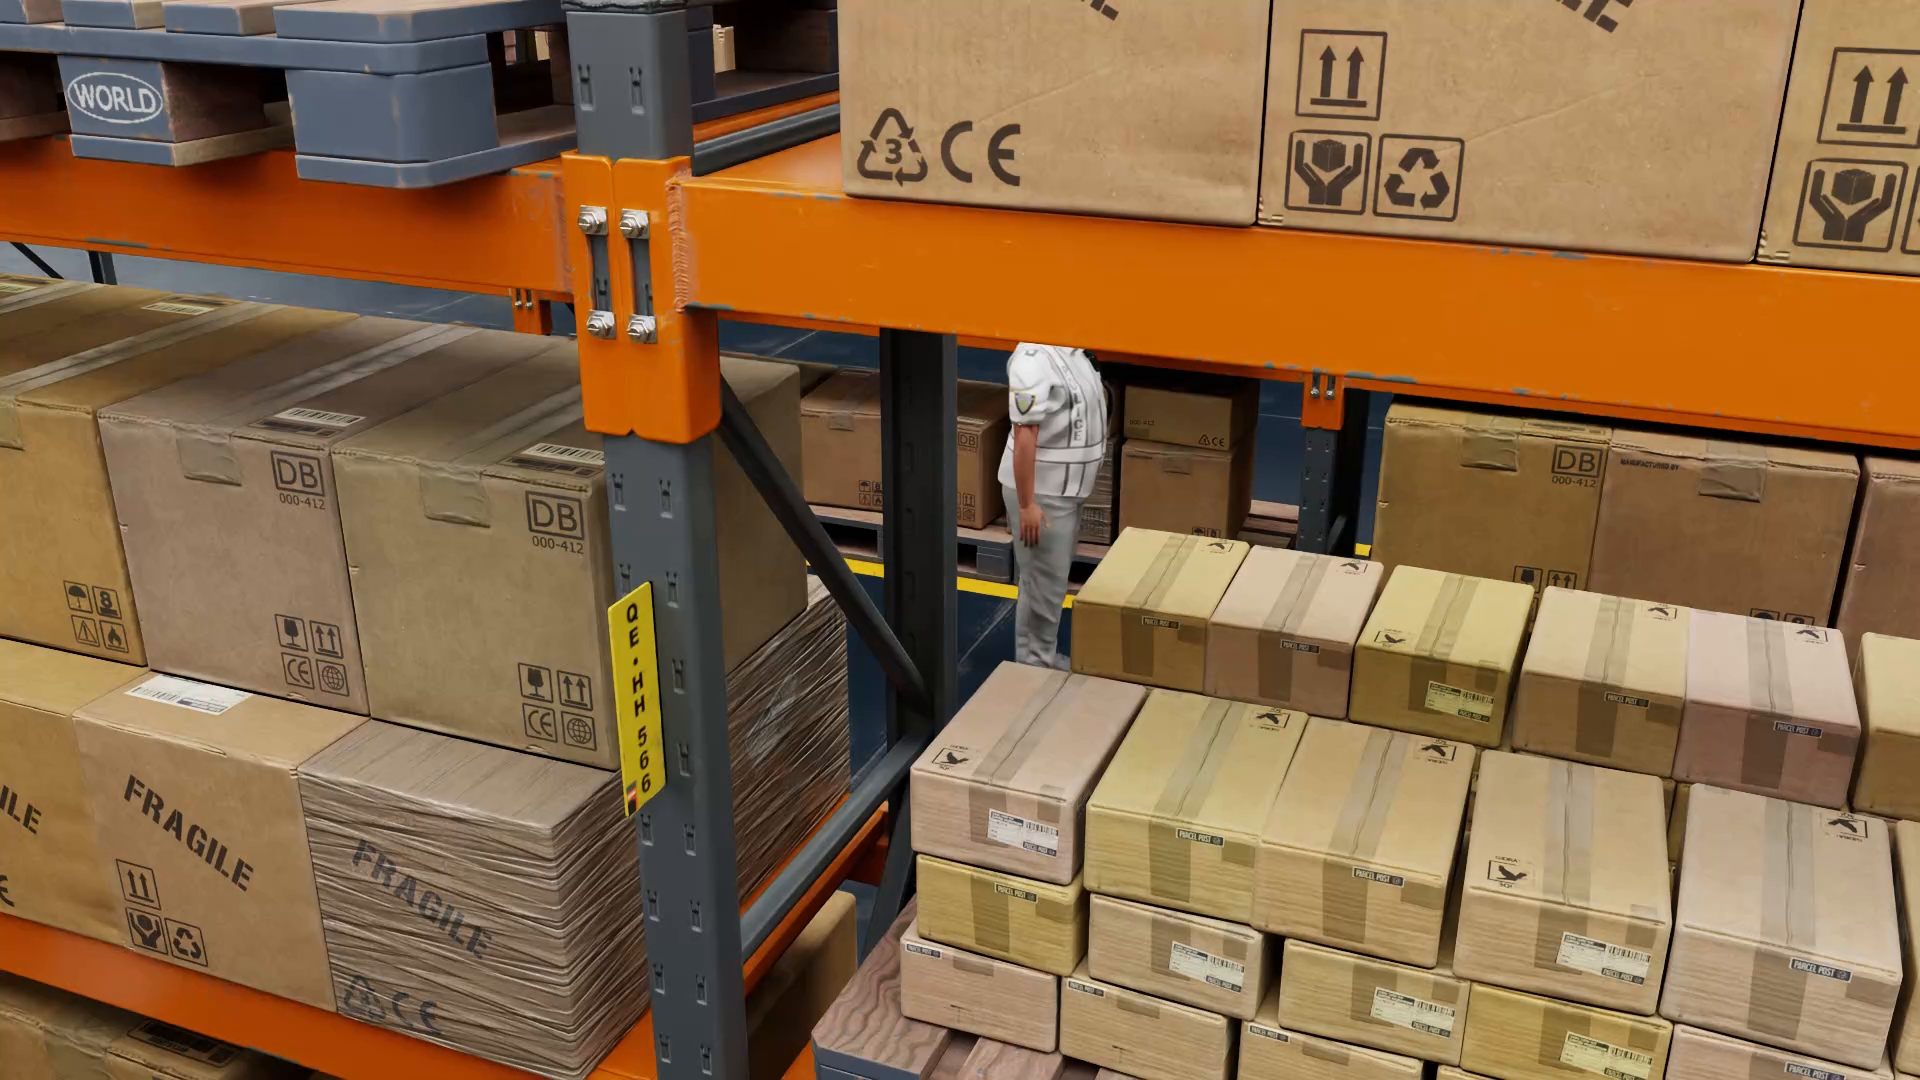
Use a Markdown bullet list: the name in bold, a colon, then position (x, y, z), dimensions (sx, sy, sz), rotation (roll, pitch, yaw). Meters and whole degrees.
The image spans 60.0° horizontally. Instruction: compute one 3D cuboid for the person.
- **person**: position (0.386, -0.224, 6.540), dimensions (0.449, 1.774, 0.562), rotation (7, 23, 16)
